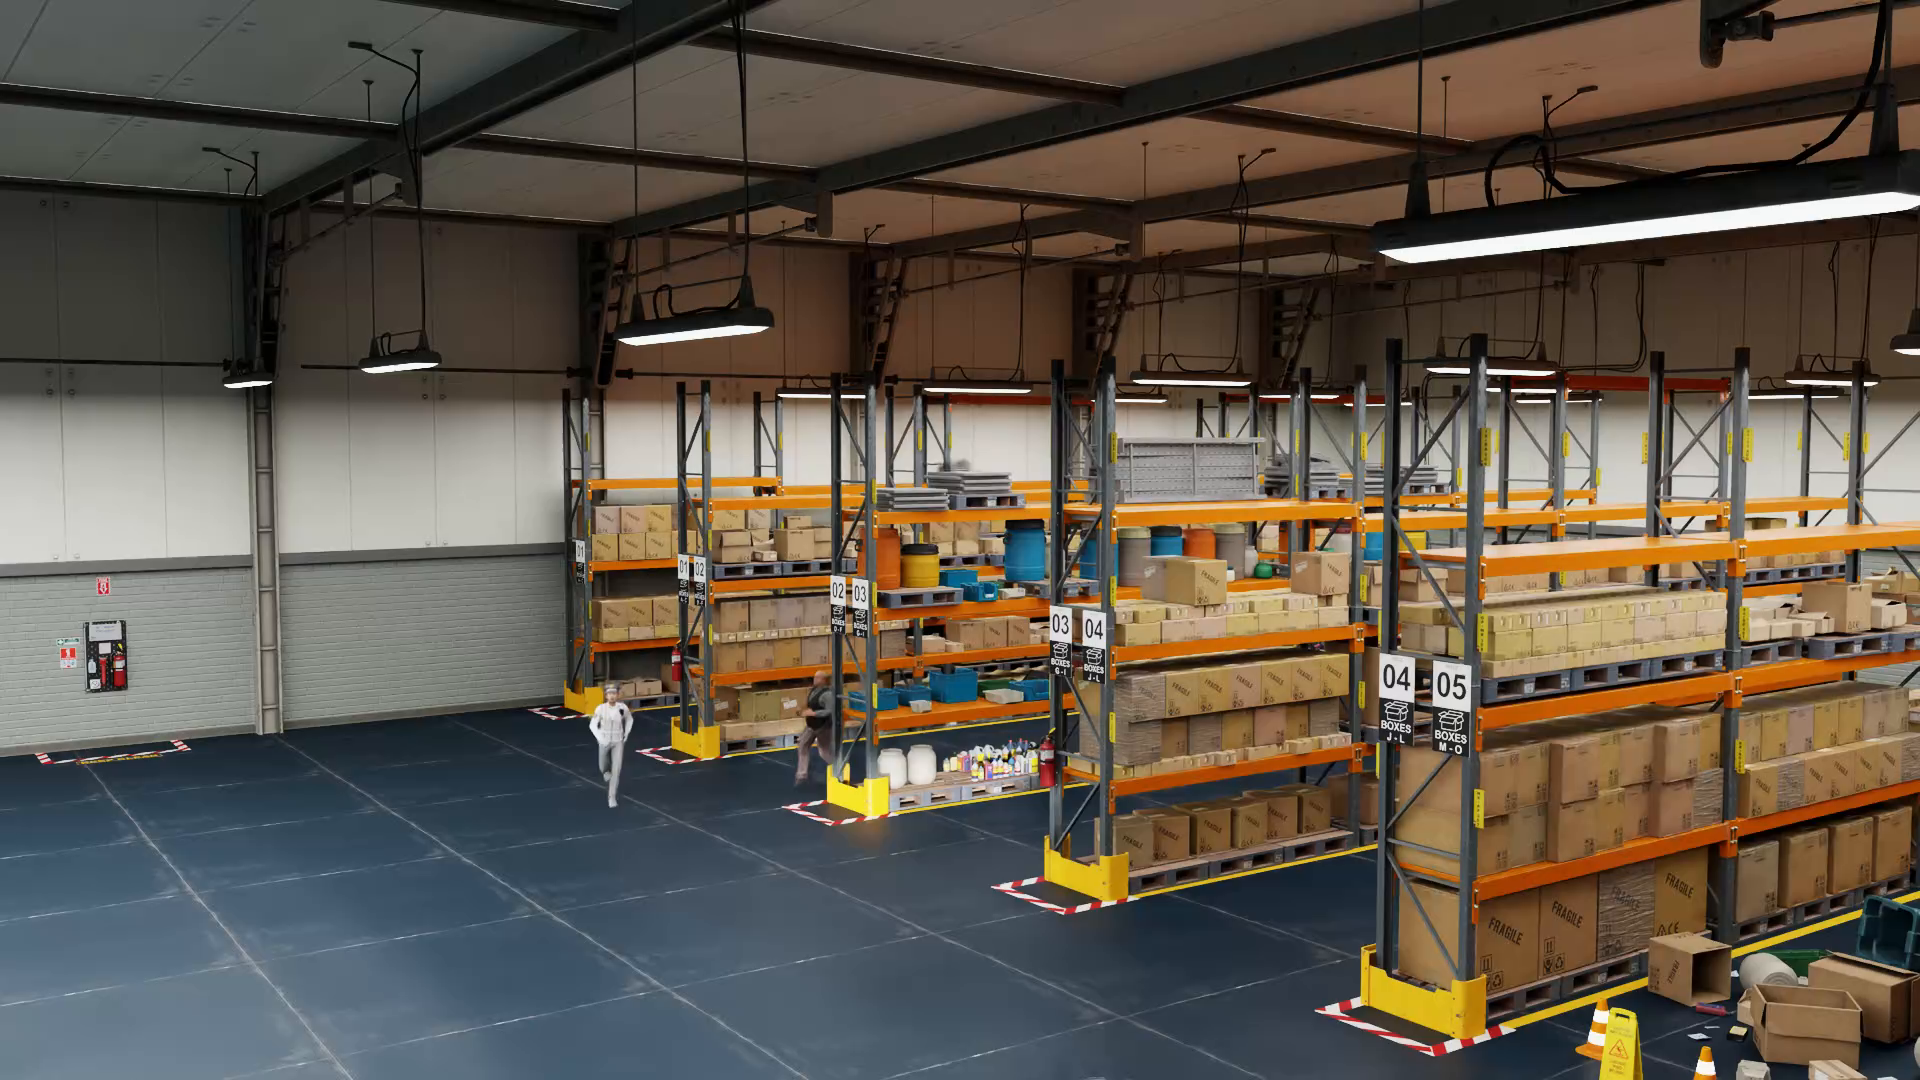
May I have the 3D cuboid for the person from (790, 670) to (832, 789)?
[{"bbox_3d":[-2.050,2.766,24.313,0.868,1.766,0.517,-3,5,-37],"label":"person"}]

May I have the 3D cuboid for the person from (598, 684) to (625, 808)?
[{"bbox_3d":[-4.894,2.854,23.374,0.372,1.687,0.914,-1,4,-8],"label":"person"}]
